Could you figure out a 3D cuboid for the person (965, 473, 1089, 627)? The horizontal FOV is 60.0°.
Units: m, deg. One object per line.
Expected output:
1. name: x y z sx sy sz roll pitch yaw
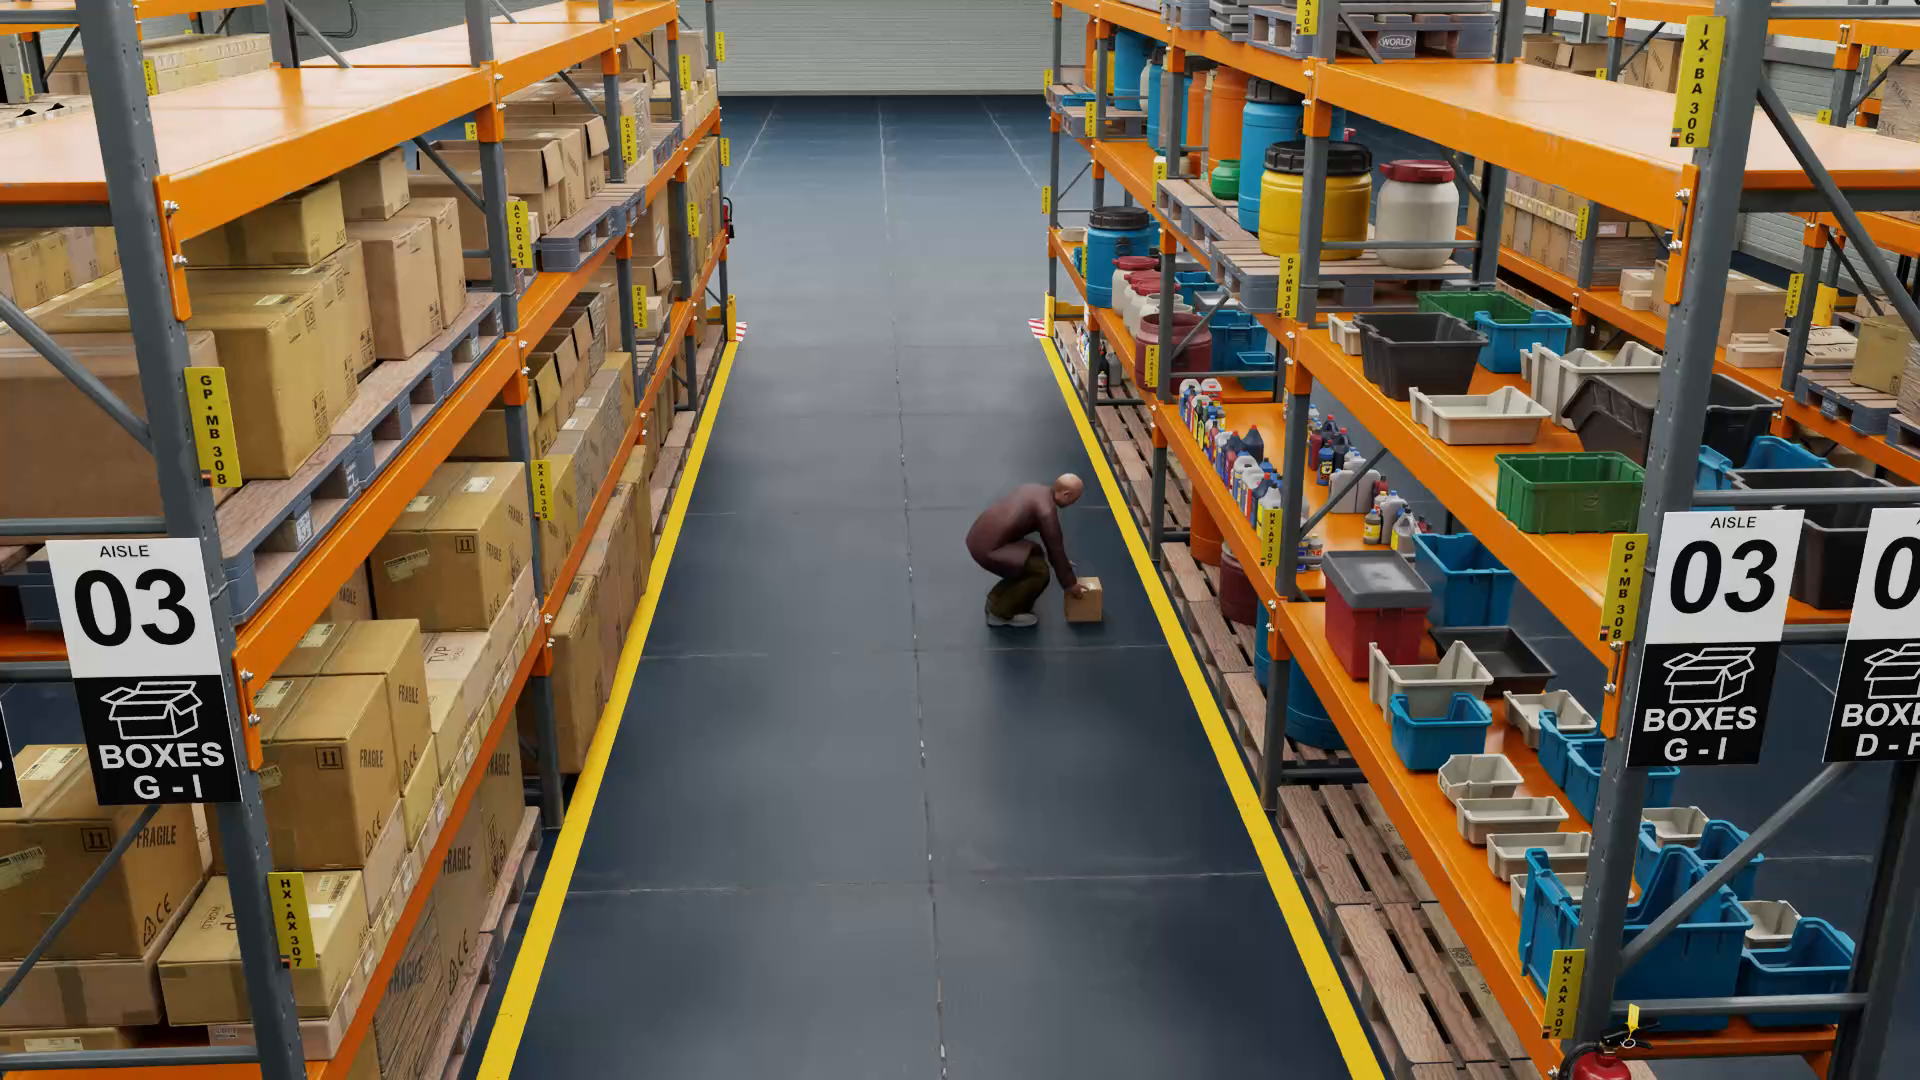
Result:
1. person: 0.477 0.061 11.985 0.880 1.054 0.614 -1 20 -3
